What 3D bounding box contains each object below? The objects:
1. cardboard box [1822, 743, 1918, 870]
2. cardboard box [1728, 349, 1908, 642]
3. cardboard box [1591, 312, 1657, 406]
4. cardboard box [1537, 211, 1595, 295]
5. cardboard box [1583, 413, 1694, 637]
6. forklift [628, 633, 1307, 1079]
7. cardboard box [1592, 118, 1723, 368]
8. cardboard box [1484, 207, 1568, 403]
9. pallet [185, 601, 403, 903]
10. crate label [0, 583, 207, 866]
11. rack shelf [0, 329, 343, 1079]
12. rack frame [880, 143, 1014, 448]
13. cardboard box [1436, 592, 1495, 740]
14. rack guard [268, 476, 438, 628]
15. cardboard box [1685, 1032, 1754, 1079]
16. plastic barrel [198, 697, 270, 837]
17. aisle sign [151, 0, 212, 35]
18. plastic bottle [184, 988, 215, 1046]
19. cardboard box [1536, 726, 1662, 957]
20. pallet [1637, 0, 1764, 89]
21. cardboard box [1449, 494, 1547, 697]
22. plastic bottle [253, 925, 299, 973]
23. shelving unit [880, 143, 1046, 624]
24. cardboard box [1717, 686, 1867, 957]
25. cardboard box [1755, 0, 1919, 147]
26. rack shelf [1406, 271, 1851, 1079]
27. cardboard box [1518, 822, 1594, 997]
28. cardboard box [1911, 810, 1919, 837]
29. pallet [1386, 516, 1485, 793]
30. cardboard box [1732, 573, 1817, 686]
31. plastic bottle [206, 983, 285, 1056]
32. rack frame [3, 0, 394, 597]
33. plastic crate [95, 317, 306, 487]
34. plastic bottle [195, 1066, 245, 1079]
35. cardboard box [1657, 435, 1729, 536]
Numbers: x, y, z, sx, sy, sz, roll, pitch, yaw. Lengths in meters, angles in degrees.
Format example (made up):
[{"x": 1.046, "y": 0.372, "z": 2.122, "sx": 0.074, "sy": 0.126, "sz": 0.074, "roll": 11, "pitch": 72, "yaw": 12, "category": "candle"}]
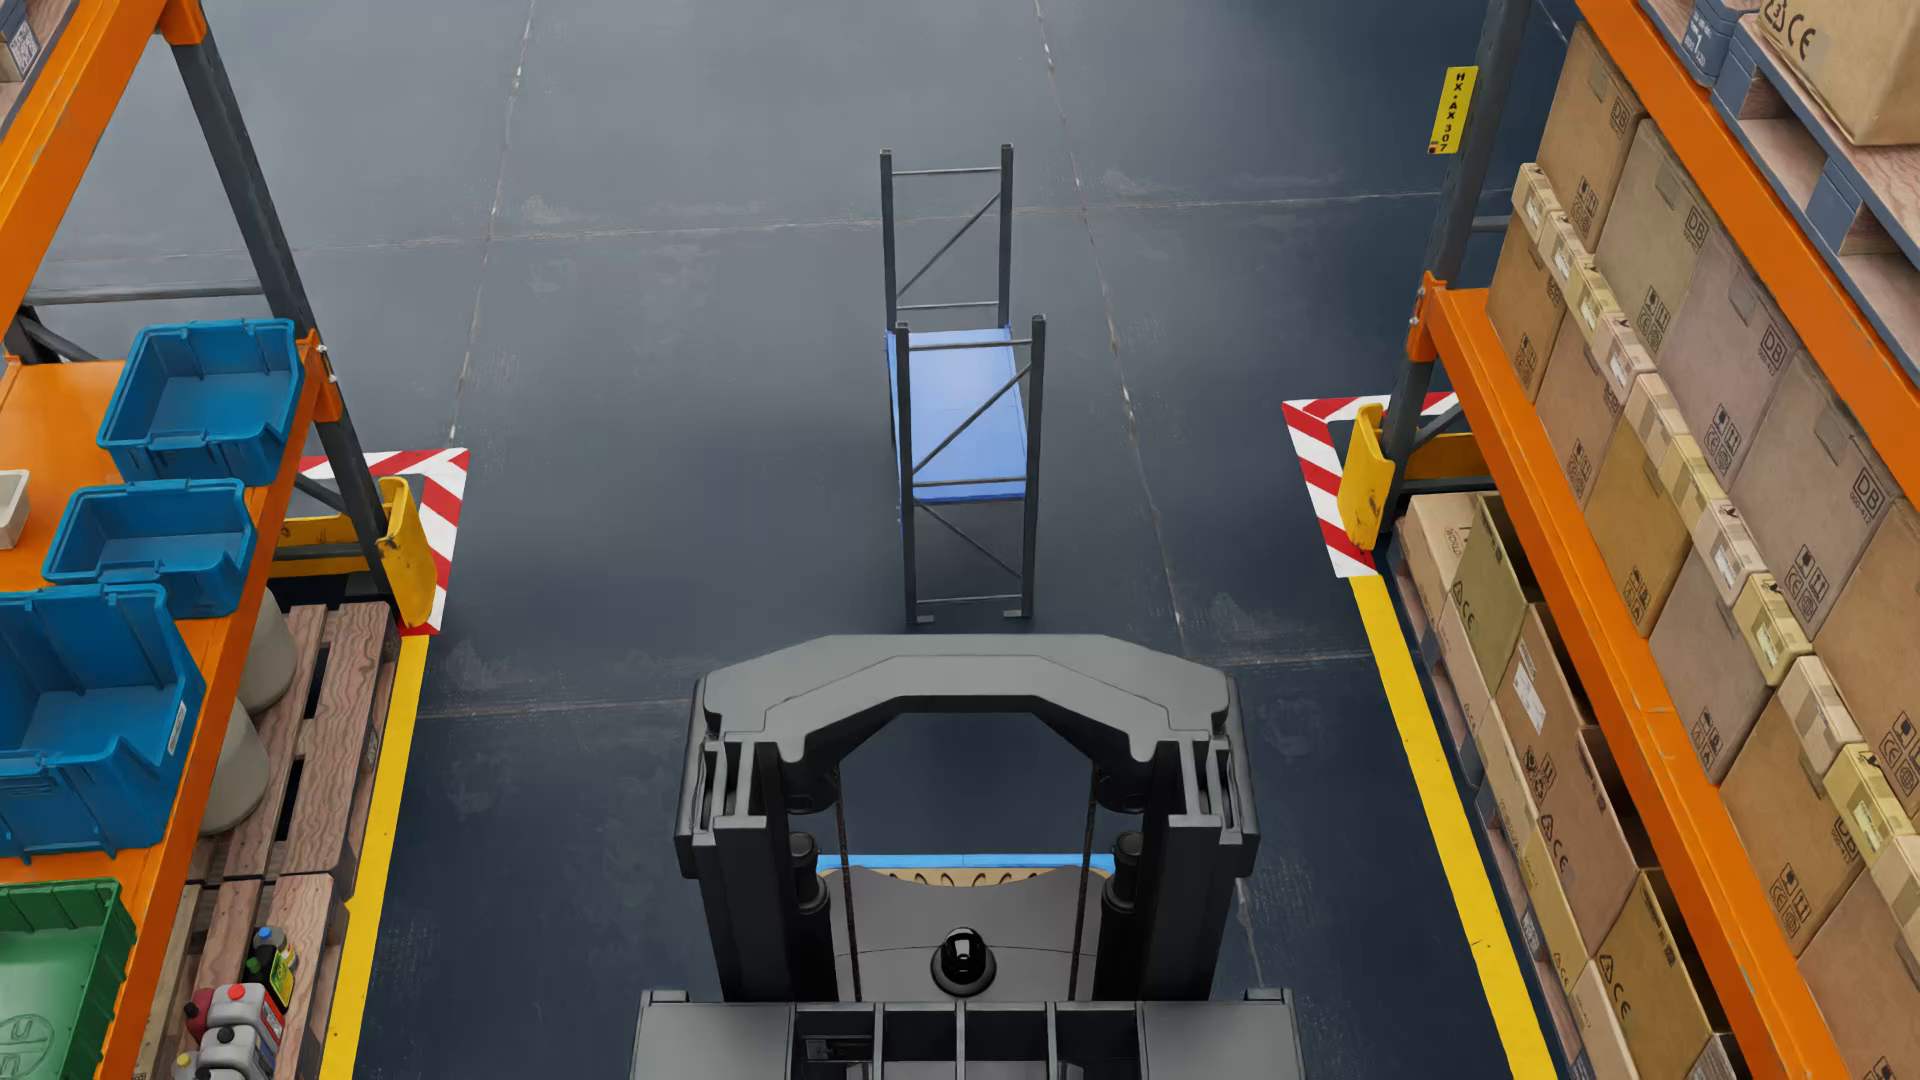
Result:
[{"x": 2.203, "y": 0.588, "z": 3.748, "sx": 0.380, "sy": 0.149, "sz": 0.250, "roll": -4, "pitch": 47, "yaw": -3, "category": "cardboard box"}, {"x": 2.353, "y": -0.125, "z": 3.976, "sx": 0.700, "sy": 0.500, "sz": 0.500, "roll": -3, "pitch": 47, "yaw": -3, "category": "cardboard box"}, {"x": 2.070, "y": -0.535, "z": 4.811, "sx": 0.380, "sy": 0.149, "sz": 0.250, "roll": -4, "pitch": 47, "yaw": -4, "category": "cardboard box"}, {"x": 2.031, "y": -0.898, "z": 5.155, "sx": 0.380, "sy": 0.149, "sz": 0.250, "roll": -5, "pitch": 47, "yaw": -4, "category": "cardboard box"}, {"x": 2.299, "y": -0.085, "z": 4.832, "sx": 0.700, "sy": 0.500, "sz": 0.500, "roll": -3, "pitch": 47, "yaw": -3, "category": "cardboard box"}, {"x": 0.013, "y": 1.671, "z": 3.285, "sx": 1.130, "sy": 2.935, "sz": 3.031, "roll": 0, "pitch": 47, "yaw": 0, "category": "forklift"}, {"x": 2.268, "y": -0.852, "z": 4.665, "sx": 0.700, "sy": 0.500, "sz": 0.500, "roll": -5, "pitch": 47, "yaw": -4, "category": "cardboard box"}, {"x": 2.215, "y": -0.824, "z": 5.532, "sx": 0.700, "sy": 0.500, "sz": 0.500, "roll": -3, "pitch": 47, "yaw": -3, "category": "cardboard box"}, {"x": -2.632, "y": 0.769, "z": 6.013, "sx": 1.003, "sy": 0.211, "sz": 1.213, "roll": -3, "pitch": 47, "yaw": -3, "category": "pallet"}, {"x": -2.324, "y": 0.473, "z": 4.348, "sx": 0.502, "sy": 0.435, "sz": 0.616, "roll": -3, "pitch": 47, "yaw": -3, "category": "crate label"}, {"x": -2.581, "y": 0.865, "z": 4.497, "sx": 1.077, "sy": 0.370, "sz": 4.000, "roll": -3, "pitch": 47, "yaw": -3, "category": "rack shelf"}, {"x": -0.050, "y": -0.945, "z": 6.749, "sx": 0.500, "sy": 1.500, "sz": 0.032, "roll": -3, "pitch": 47, "yaw": -3, "category": "rack frame"}, {"x": 2.057, "y": 0.436, "z": 6.012, "sx": 0.500, "sy": 0.250, "sz": 0.500, "roll": -3, "pitch": 47, "yaw": -3, "category": "cardboard box"}, {"x": -2.695, "y": 0.082, "z": 6.465, "sx": 1.175, "sy": 0.500, "sz": 0.348, "roll": -3, "pitch": 47, "yaw": -3, "category": "rack guard"}, {"x": 2.236, "y": 1.624, "z": 4.370, "sx": 0.500, "sy": 0.500, "sz": 0.500, "roll": -3, "pitch": 47, "yaw": -3, "category": "cardboard box"}, {"x": -2.575, "y": 0.715, "z": 5.567, "sx": 0.421, "sy": 0.512, "sz": 0.421, "roll": 0, "pitch": 47, "yaw": 0, "category": "plastic barrel"}, {"x": -2.458, "y": -1.794, "z": 4.729, "sx": 0.394, "sy": 0.787, "sz": 0.004, "roll": -3, "pitch": 47, "yaw": -3, "category": "aisle sign"}, {"x": -2.270, "y": 1.446, "z": 5.019, "sx": 0.061, "sy": 0.283, "sz": 0.133, "roll": -3, "pitch": 47, "yaw": -3, "category": "plastic bottle"}, {"x": 2.134, "y": 0.902, "z": 5.054, "sx": 0.500, "sy": 0.500, "sz": 0.500, "roll": -3, "pitch": 47, "yaw": -3, "category": "cardboard box"}, {"x": 2.222, "y": -1.616, "z": 4.346, "sx": 1.003, "sy": 0.211, "sz": 1.213, "roll": -3, "pitch": 47, "yaw": -3, "category": "pallet"}, {"x": 2.055, "y": 0.178, "z": 5.740, "sx": 0.500, "sy": 0.500, "sz": 0.500, "roll": -3, "pitch": 47, "yaw": -3, "category": "cardboard box"}, {"x": -2.158, "y": 1.283, "z": 5.230, "sx": 0.097, "sy": 0.201, "sz": 0.097, "roll": 0, "pitch": 47, "yaw": 0, "category": "plastic bottle"}, {"x": -0.007, "y": -0.577, "z": 6.400, "sx": 0.538, "sy": 1.500, "sz": 1.048, "roll": -3, "pitch": 47, "yaw": -3, "category": "shelving unit"}, {"x": 2.391, "y": 0.666, "z": 4.121, "sx": 0.700, "sy": 0.500, "sz": 0.500, "roll": -3, "pitch": 47, "yaw": -3, "category": "cardboard box"}, {"x": 2.055, "y": -1.168, "z": 3.407, "sx": 0.500, "sy": 0.500, "sz": 0.500, "roll": -3, "pitch": 47, "yaw": -3, "category": "cardboard box"}, {"x": 2.356, "y": 0.566, "z": 4.780, "sx": 1.077, "sy": 0.370, "sz": 4.000, "roll": -3, "pitch": 47, "yaw": -3, "category": "rack shelf"}, {"x": 2.135, "y": 1.160, "z": 5.327, "sx": 0.500, "sy": 0.250, "sz": 0.500, "roll": -3, "pitch": 47, "yaw": -3, "category": "cardboard box"}, {"x": 2.436, "y": 0.599, "z": 3.291, "sx": 0.700, "sy": 0.500, "sz": 0.500, "roll": -4, "pitch": 47, "yaw": -3, "category": "cardboard box"}, {"x": 2.294, "y": 0.381, "z": 6.380, "sx": 1.003, "sy": 0.211, "sz": 1.213, "roll": -3, "pitch": 47, "yaw": -3, "category": "pallet"}, {"x": 2.157, "y": 0.214, "z": 4.102, "sx": 0.380, "sy": 0.149, "sz": 0.250, "roll": -2, "pitch": 47, "yaw": -2, "category": "cardboard box"}, {"x": -2.164, "y": 1.442, "z": 5.028, "sx": 0.152, "sy": 0.276, "sz": 0.135, "roll": -3, "pitch": 47, "yaw": -3, "category": "plastic bottle"}, {"x": -2.748, "y": -0.830, "z": 5.606, "sx": 1.000, "sy": 3.000, "sz": 0.127, "roll": -3, "pitch": 47, "yaw": -3, "category": "rack frame"}, {"x": -2.408, "y": -0.435, "z": 5.335, "sx": 0.499, "sy": 0.251, "sz": 0.616, "roll": -3, "pitch": 47, "yaw": -3, "category": "plastic crate"}, {"x": -2.134, "y": 1.636, "z": 4.793, "sx": 0.144, "sy": 0.351, "sz": 0.185, "roll": -2, "pitch": 47, "yaw": -2, "category": "plastic bottle"}, {"x": 2.116, "y": -0.157, "z": 4.454, "sx": 0.380, "sy": 0.149, "sz": 0.250, "roll": -4, "pitch": 47, "yaw": -4, "category": "cardboard box"}]
